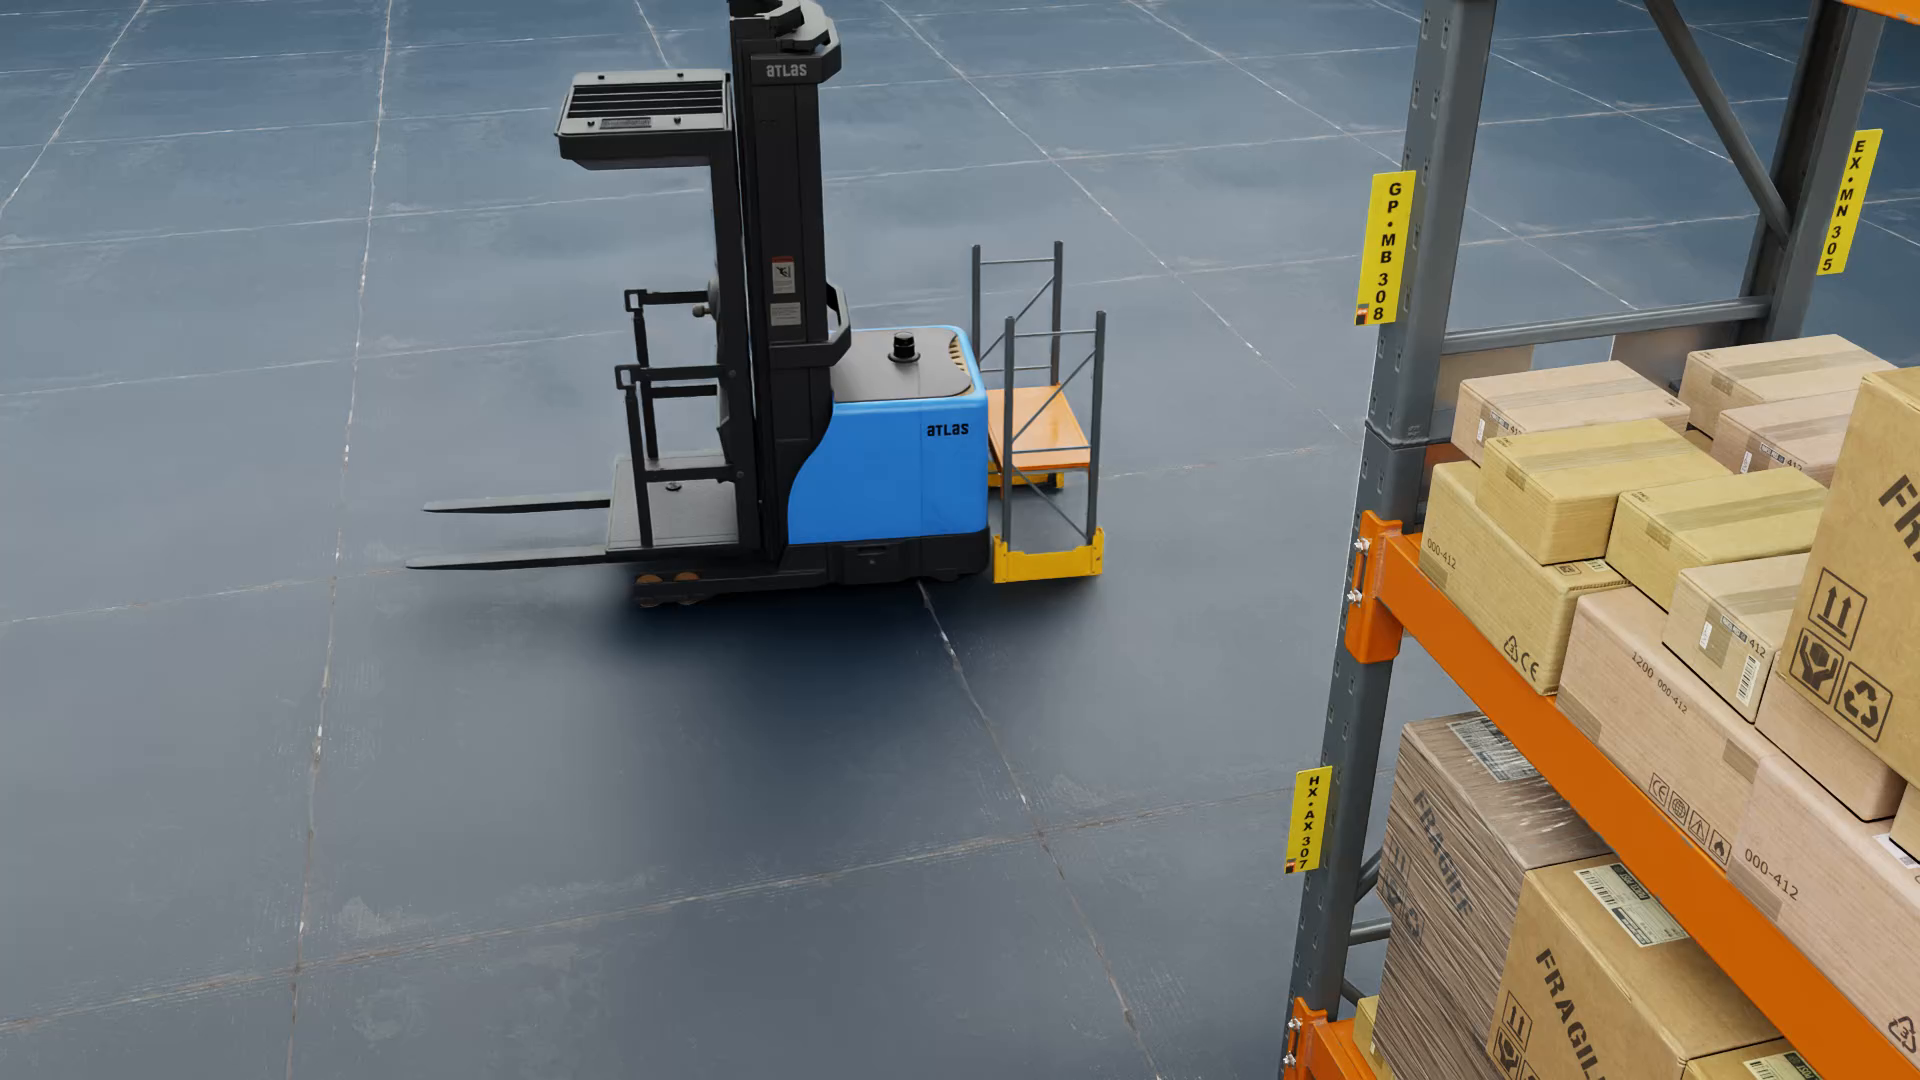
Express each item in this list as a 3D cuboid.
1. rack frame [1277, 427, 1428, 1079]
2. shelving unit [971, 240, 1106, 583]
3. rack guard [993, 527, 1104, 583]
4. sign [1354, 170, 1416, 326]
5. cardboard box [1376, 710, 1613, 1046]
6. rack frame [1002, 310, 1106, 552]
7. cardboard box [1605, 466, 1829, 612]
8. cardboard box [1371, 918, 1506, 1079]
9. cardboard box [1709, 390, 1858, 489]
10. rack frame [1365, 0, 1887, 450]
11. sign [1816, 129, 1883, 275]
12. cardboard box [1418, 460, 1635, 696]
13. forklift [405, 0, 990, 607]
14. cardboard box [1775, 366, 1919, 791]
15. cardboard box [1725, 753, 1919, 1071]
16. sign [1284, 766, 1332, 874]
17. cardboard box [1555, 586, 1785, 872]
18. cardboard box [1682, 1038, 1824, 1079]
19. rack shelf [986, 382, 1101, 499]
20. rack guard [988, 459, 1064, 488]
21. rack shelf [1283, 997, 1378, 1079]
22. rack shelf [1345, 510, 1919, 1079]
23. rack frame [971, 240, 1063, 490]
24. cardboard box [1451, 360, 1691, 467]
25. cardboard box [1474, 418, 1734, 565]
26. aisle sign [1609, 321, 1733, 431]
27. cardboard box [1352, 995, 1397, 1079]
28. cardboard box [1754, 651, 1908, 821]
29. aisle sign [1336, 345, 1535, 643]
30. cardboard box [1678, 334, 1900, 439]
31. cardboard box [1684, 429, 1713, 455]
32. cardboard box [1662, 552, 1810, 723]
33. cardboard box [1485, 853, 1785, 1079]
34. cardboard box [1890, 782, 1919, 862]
[{"bbox_3d":[1.400,1.007,4.516,1.000,3.000,0.127,-8,31,-13],"label":"rack frame"},{"bbox_3d":[0.393,-0.708,8.976,0.587,1.500,1.083,-4,30,-8],"label":"shelving unit"},{"bbox_3d":[0.470,0.079,8.863,0.587,0.250,0.087,-4,30,-8],"label":"rack guard"},{"bbox_3d":[0.877,-0.597,3.420,0.100,0.325,0.005,-8,31,-13],"label":"sign"},{"bbox_3d":[1.283,0.704,3.644,0.500,0.500,0.500,-8,31,-13],"label":"cardboard box"},{"bbox_3d":[0.470,-0.461,8.549,0.500,1.500,0.032,-4,30,-8],"label":"rack frame"},{"bbox_3d":[1.411,0.009,2.998,0.380,0.149,0.250,-8,31,-14],"label":"cardboard box"},{"bbox_3d":[1.519,1.104,3.951,0.875,0.500,0.500,-8,31,-13],"label":"cardboard box"},{"bbox_3d":[1.730,-0.165,3.298,0.380,0.149,0.250,-9,31,-15],"label":"cardboard box"},{"bbox_3d":[1.400,-1.589,3.013,1.000,3.000,0.127,-8,31,-13],"label":"rack frame"},{"bbox_3d":[1.940,-0.738,3.653,0.100,0.325,0.005,-8,31,-13],"label":"sign"},{"bbox_3d":[1.278,0.041,3.340,0.500,0.250,0.500,-7,31,-12],"label":"cardboard box"},{"bbox_3d":[-1.399,-1.200,8.398,3.031,2.935,1.130,-4,30,-6],"label":"forklift"},{"bbox_3d":[1.533,0.074,2.239,0.500,0.500,0.500,-8,31,-13],"label":"cardboard box"},{"bbox_3d":[1.549,0.529,2.497,0.500,0.250,0.500,-8,31,-13],"label":"cardboard box"},{"bbox_3d":[0.877,0.705,4.174,0.100,0.325,0.005,-8,31,-13],"label":"sign"},{"bbox_3d":[1.421,0.289,2.911,0.500,0.250,0.500,-9,31,-14],"label":"cardboard box"},{"bbox_3d":[1.543,1.188,2.808,0.500,0.500,0.500,-8,31,-13],"label":"cardboard box"},{"bbox_3d":[0.392,-0.557,9.074,0.538,0.185,1.000,-4,30,-8],"label":"rack shelf"},{"bbox_3d":[0.316,-0.414,9.715,0.587,0.250,0.087,-4,30,-8],"label":"rack guard"},{"bbox_3d":[1.930,2.285,3.027,1.077,0.370,4.000,-8,31,-13],"label":"rack shelf"},{"bbox_3d":[1.930,0.986,2.275,1.077,0.370,4.000,-8,31,-13],"label":"rack shelf"},{"bbox_3d":[0.313,-0.964,9.419,0.500,1.500,0.032,-4,30,-8],"label":"rack frame"},{"bbox_3d":[1.250,-0.235,3.419,0.380,0.149,0.250,-8,31,-14],"label":"cardboard box"},{"bbox_3d":[1.225,-0.097,3.180,0.380,0.149,0.250,-7,31,-12],"label":"cardboard box"},{"bbox_3d":[1.672,-0.188,3.985,0.394,0.787,0.004,-8,31,-13],"label":"aisle sign"},{"bbox_3d":[1.245,1.285,4.286,0.380,0.149,0.250,-8,31,-13],"label":"cardboard box"},{"bbox_3d":[1.475,0.268,2.551,0.380,0.149,0.250,-8,31,-13],"label":"cardboard box"},{"bbox_3d":[1.094,-0.108,3.847,0.394,0.787,0.004,-8,31,-13],"label":"aisle sign"},{"bbox_3d":[1.774,-0.306,3.542,0.380,0.149,0.250,-8,31,-13],"label":"cardboard box"},{"bbox_3d":[1.773,-0.027,3.458,0.500,0.250,0.500,-7,31,-12],"label":"cardboard box"},{"bbox_3d":[1.415,0.150,2.754,0.380,0.149,0.250,-7,31,-11],"label":"cardboard box"},{"bbox_3d":[1.409,0.947,3.225,0.500,0.500,0.500,-8,31,-13],"label":"cardboard box"},{"bbox_3d":[1.562,0.398,2.326,0.380,0.149,0.250,-9,31,-16],"label":"cardboard box"}]
